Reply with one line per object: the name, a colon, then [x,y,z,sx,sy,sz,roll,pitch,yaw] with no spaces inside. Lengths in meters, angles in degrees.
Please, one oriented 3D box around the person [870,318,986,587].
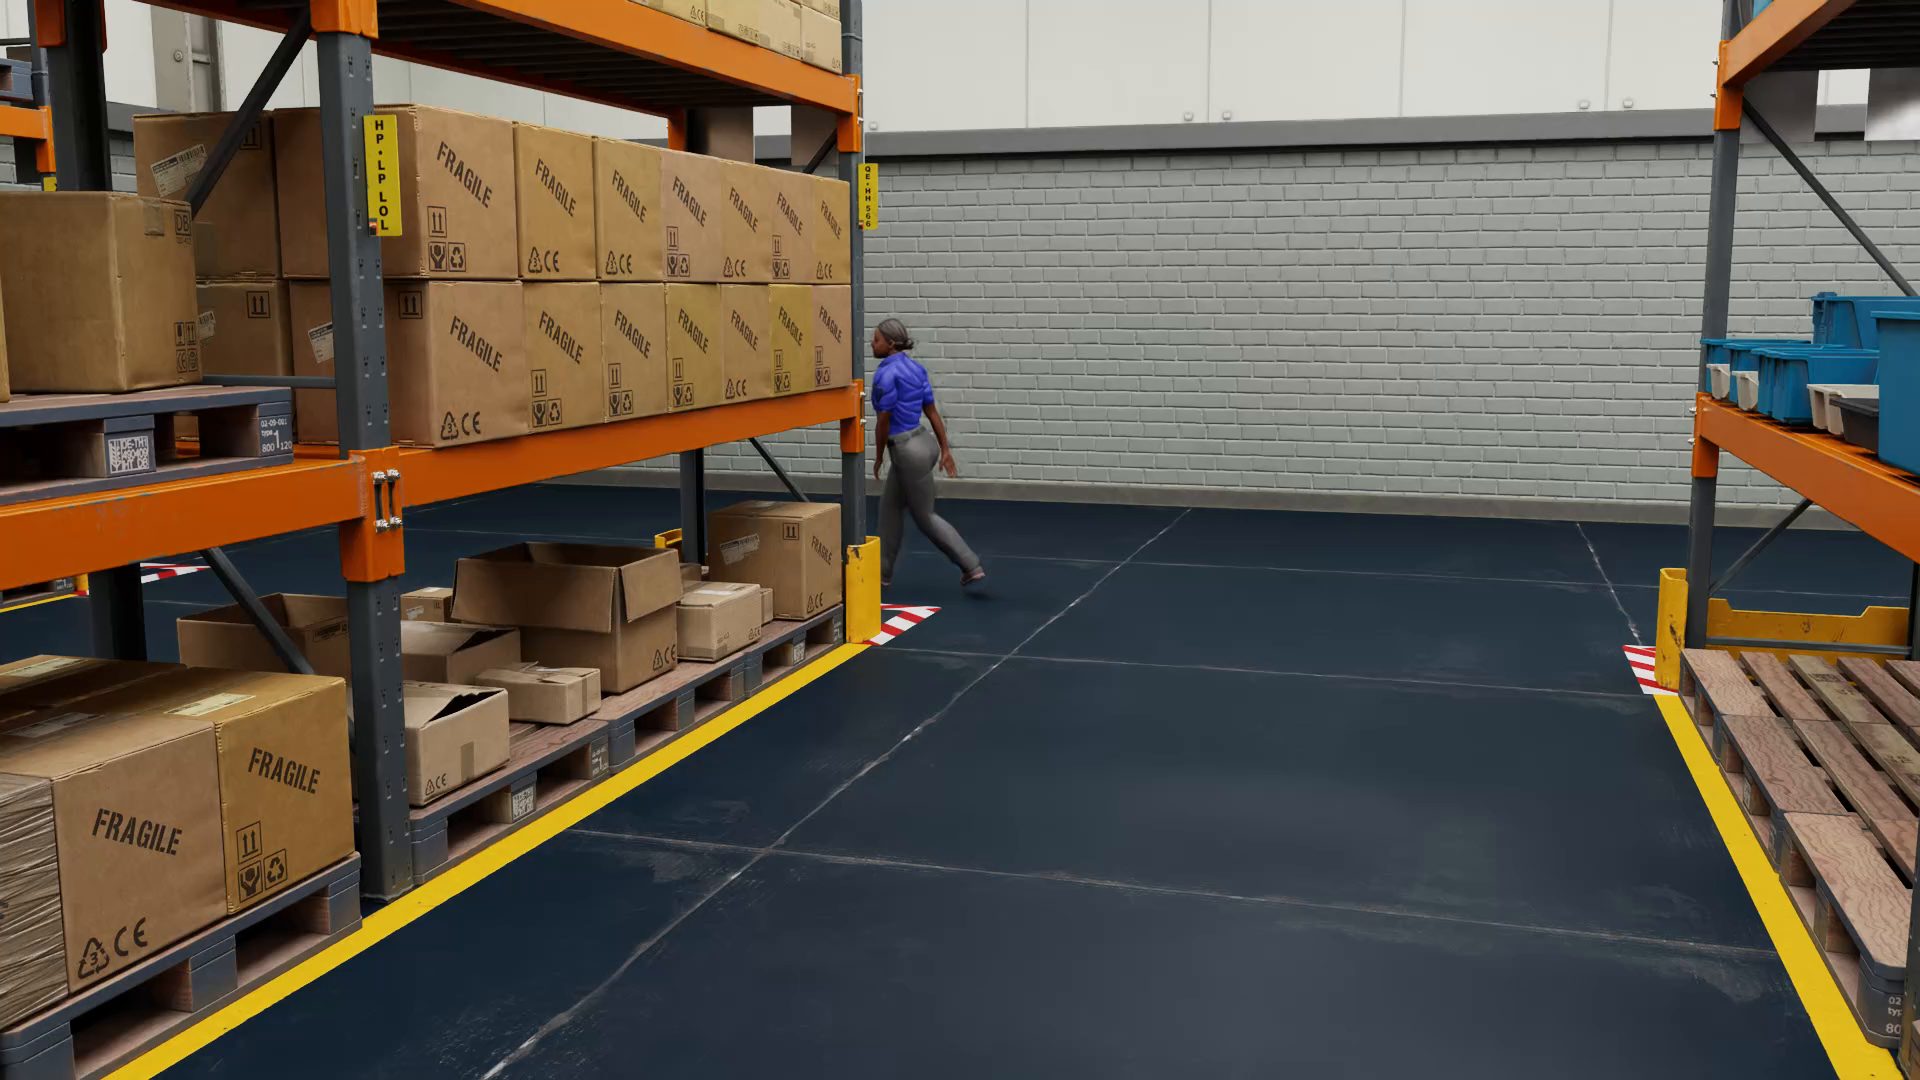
person: [-0.294,-0.488,9.699,0.920,1.598,0.490,4,9,23]
